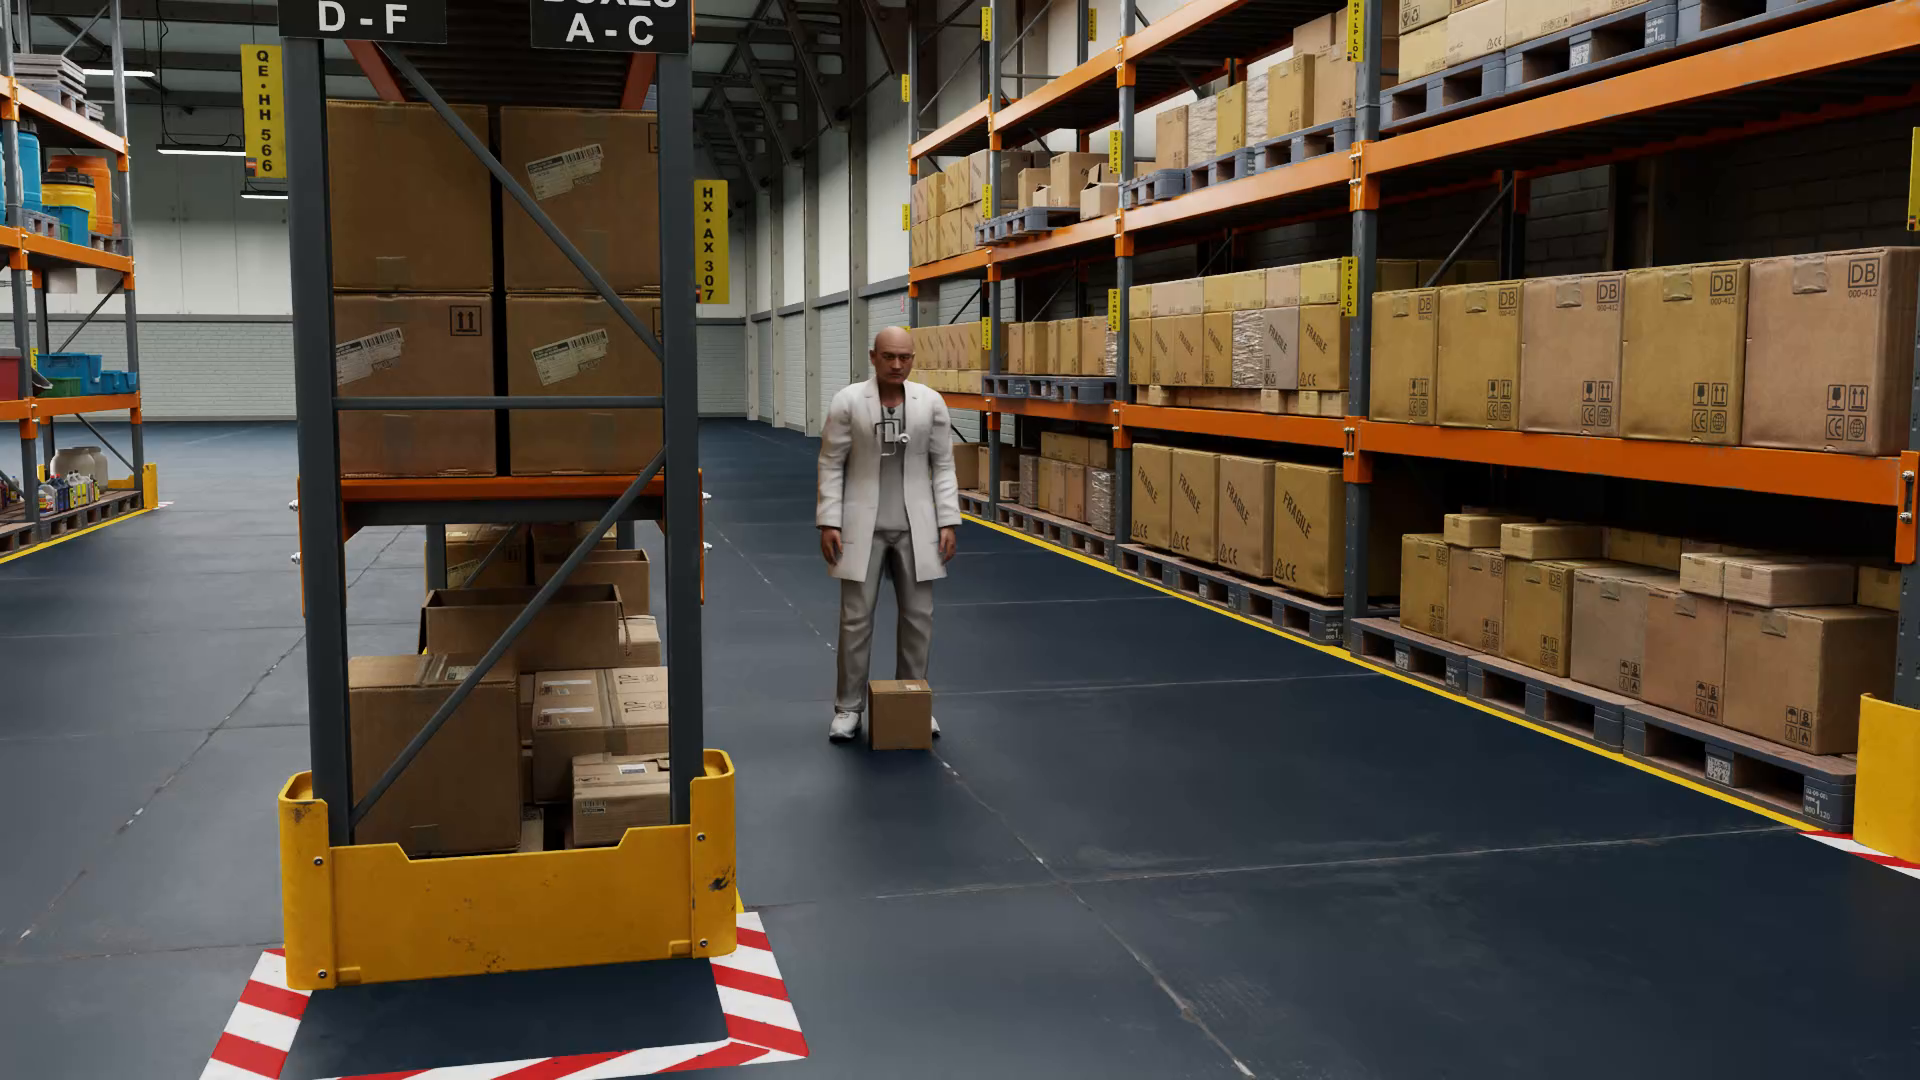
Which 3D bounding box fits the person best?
[{"bbox_3d":[-0.312,-0.040,7.259,0.644,1.774,0.424,-1,6,-10],"label":"person"}]
